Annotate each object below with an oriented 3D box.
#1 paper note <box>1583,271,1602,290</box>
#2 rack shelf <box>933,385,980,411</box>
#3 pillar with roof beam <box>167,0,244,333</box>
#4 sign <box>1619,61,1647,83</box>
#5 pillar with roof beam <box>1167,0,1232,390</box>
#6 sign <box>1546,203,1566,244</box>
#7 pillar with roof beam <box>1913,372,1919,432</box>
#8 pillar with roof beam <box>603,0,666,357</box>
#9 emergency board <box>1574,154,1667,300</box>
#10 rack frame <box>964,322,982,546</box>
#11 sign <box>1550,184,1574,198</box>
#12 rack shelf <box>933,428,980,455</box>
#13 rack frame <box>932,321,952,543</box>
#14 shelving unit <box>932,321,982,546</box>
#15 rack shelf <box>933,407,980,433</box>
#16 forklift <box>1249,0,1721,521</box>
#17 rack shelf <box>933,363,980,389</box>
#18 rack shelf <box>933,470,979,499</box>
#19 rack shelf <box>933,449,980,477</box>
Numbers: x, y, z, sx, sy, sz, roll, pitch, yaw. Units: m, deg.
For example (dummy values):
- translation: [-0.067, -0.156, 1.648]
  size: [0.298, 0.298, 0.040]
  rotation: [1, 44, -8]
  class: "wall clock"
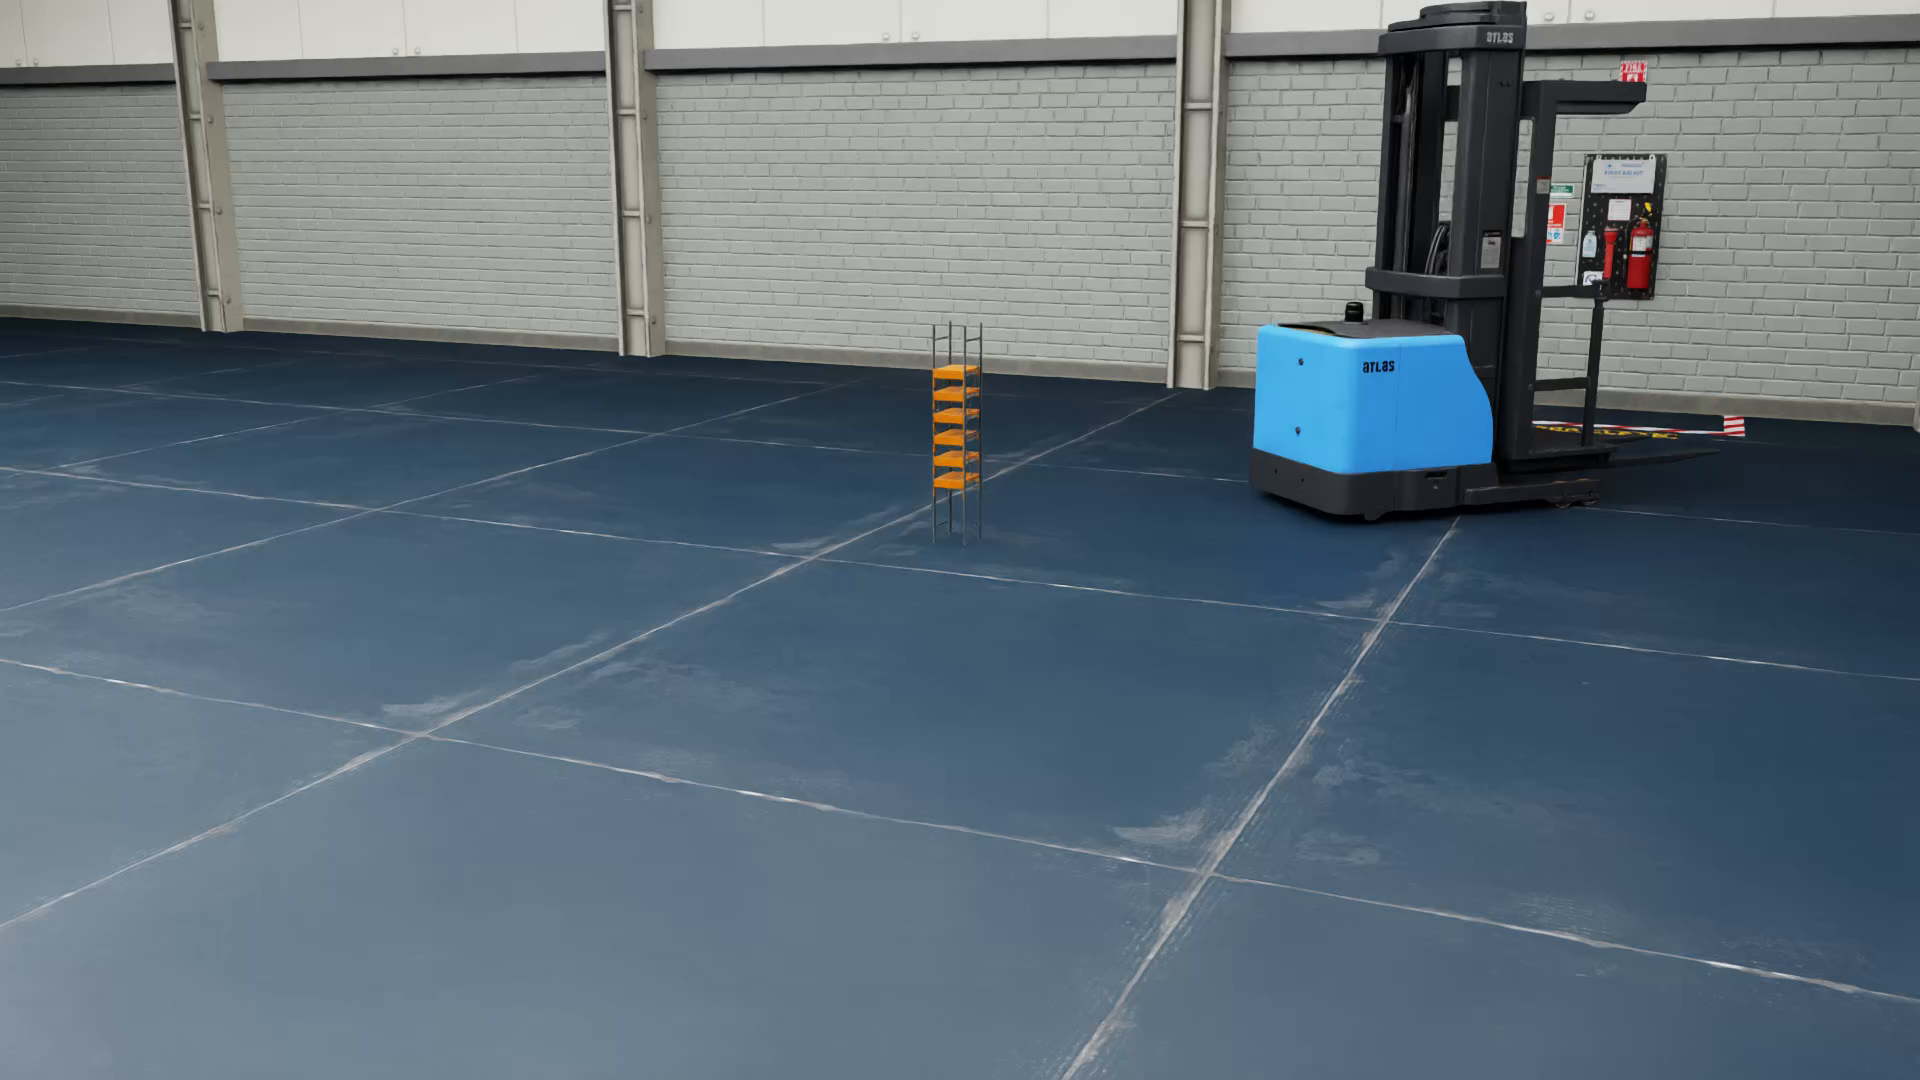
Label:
- translation: [5.238, -2.147, 13.769]
  size: [0.142, 0.148, 0.016]
  rotation: [6, 14, 23]
  class: "paper note"
- translation: [-0.013, -0.776, 9.079]
  size: [0.180, 0.103, 0.258]
  rotation: [6, 14, 23]
  class: "rack shelf"
- translation: [-10.586, -5.996, 15.109]
  size: [0.400, 9.000, 9.100]
  rotation: [6, 14, 23]
  class: "pillar with roof beam"
- translation: [5.405, -3.696, 13.364]
  size: [0.199, 0.298, 0.001]
  rotation: [6, 14, 23]
  class: "sign"
- translation: [0.386, -4.886, 10.377]
  size: [0.400, 9.000, 9.100]
  rotation: [6, 14, 23]
  class: "pillar with roof beam"
- translation: [4.908, -2.636, 13.842]
  size: [0.234, 0.329, 0.001]
  rotation: [6, 14, 23]
  class: "sign"
- translation: [5.872, -4.330, 8.011]
  size: [0.400, 9.000, 9.100]
  rotation: [6, 14, 23]
  class: "pillar with roof beam"
- translation: [-5.100, -5.441, 12.743]
  size: [0.400, 9.000, 9.100]
  rotation: [6, 14, 23]
  class: "pillar with roof beam"
- translation: [5.372, -2.545, 13.537]
  size: [0.643, 1.169, 0.194]
  rotation: [6, 14, 23]
  class: "emergency board"
- translation: [0.070, -0.577, 9.087]
  size: [0.006, 1.200, 0.240]
  rotation: [6, 14, 23]
  class: "rack frame"
- translation: [4.908, -2.891, 13.772]
  size: [0.331, 0.109, 0.001]
  rotation: [6, 14, 23]
  class: "sign"
- translation: [-0.013, -0.542, 9.134]
  size: [0.180, 0.103, 0.258]
  rotation: [6, 14, 23]
  class: "rack shelf"
- translation: [-0.097, -0.594, 9.160]
  size: [0.006, 1.200, 0.240]
  rotation: [6, 14, 23]
  class: "rack frame"
- translation: [-0.013, -0.585, 9.123]
  size: [0.189, 1.200, 0.258]
  rotation: [6, 14, 23]
  class: "shelving unit"
- translation: [-0.013, -0.659, 9.106]
  size: [0.180, 0.103, 0.258]
  rotation: [6, 14, 23]
  class: "rack shelf"
- translation: [3.382, -1.729, 10.206]
  size: [3.031, 2.935, 1.130]
  rotation: [-5, 14, -21]
  class: "forklift"
- translation: [-0.013, -0.893, 9.051]
  size: [0.180, 0.103, 0.258]
  rotation: [6, 14, 23]
  class: "rack shelf"
- translation: [-0.013, -0.309, 9.188]
  size: [0.180, 0.103, 0.258]
  rotation: [6, 14, 23]
  class: "rack shelf"
- translation: [-0.013, -0.425, 9.161]
  size: [0.180, 0.103, 0.258]
  rotation: [6, 14, 23]
  class: "rack shelf"
